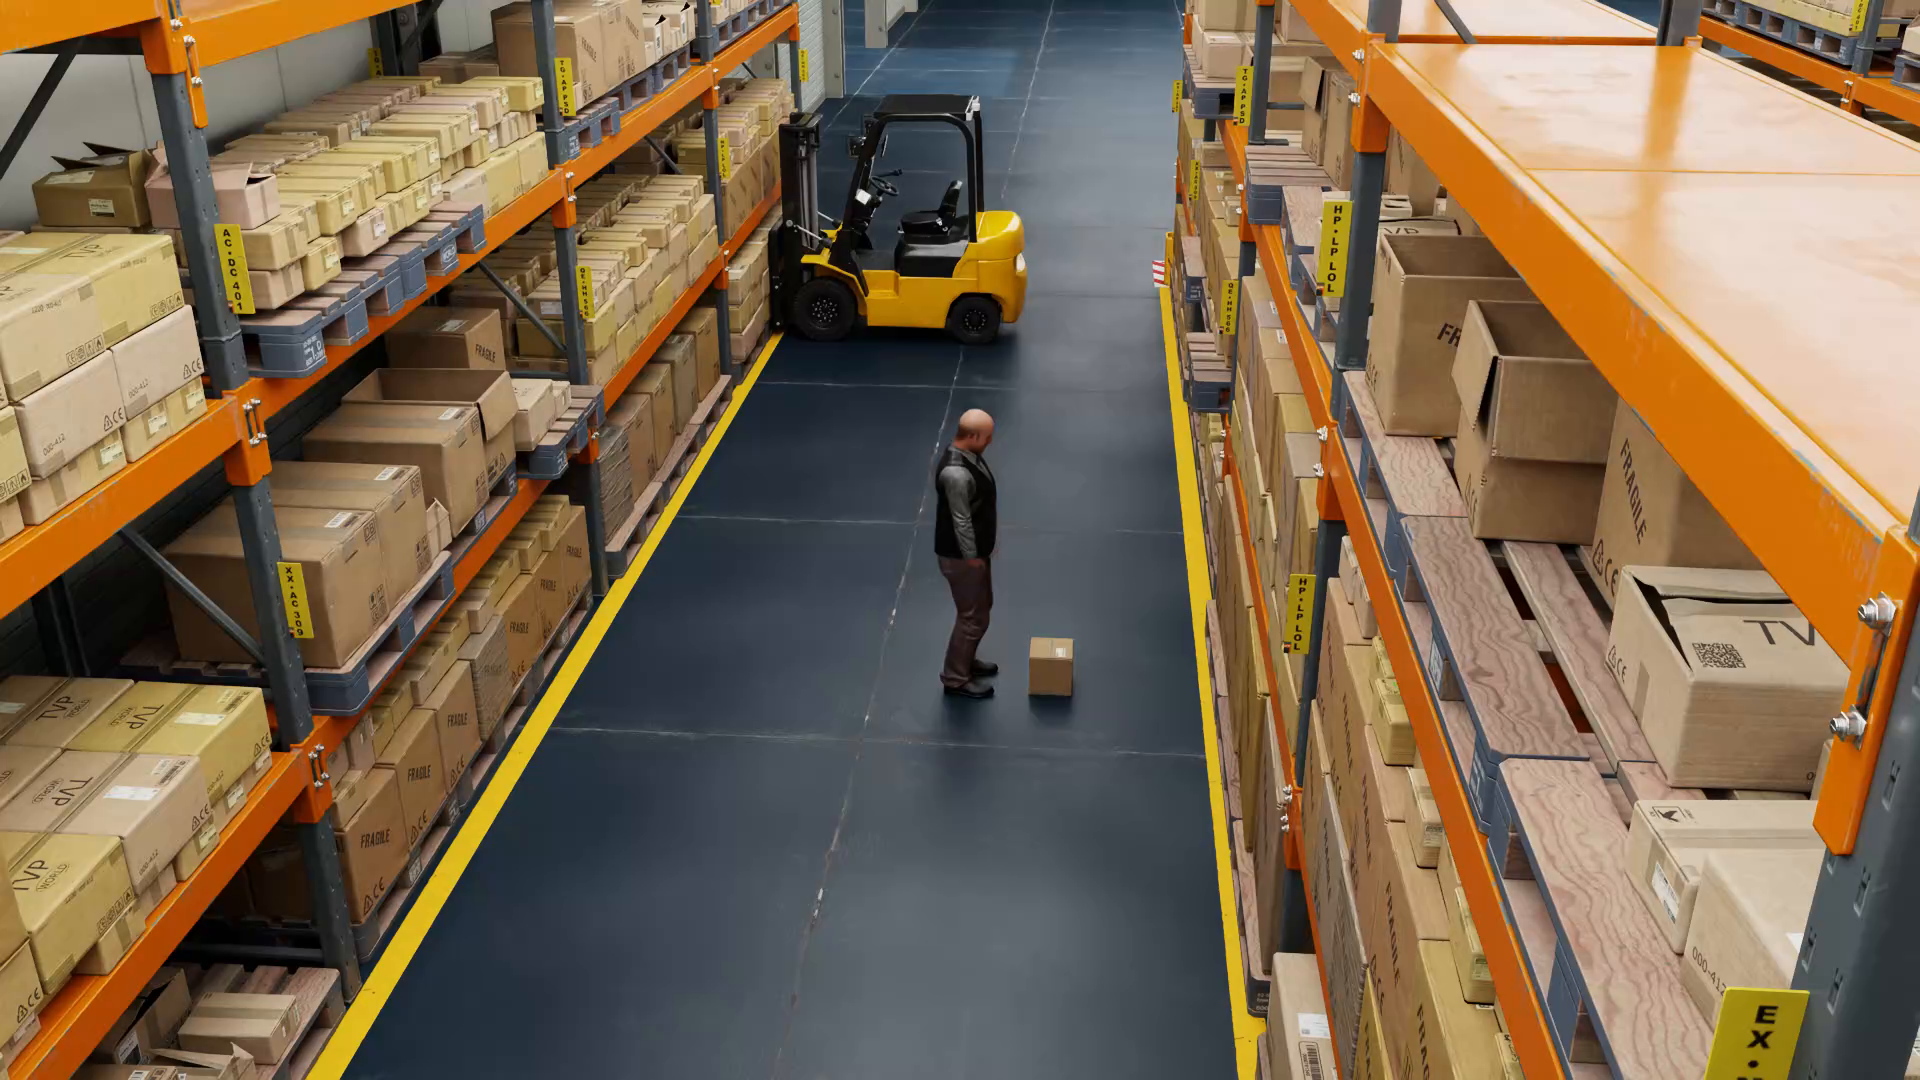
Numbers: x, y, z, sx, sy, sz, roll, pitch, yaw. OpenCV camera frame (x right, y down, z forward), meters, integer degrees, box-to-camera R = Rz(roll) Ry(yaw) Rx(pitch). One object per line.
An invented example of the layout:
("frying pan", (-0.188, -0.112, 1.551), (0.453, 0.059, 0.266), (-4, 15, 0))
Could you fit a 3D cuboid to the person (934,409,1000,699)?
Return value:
("person", (0.039, 0.057, 9.537), (0.359, 1.705, 0.540), (2, 24, 5))
